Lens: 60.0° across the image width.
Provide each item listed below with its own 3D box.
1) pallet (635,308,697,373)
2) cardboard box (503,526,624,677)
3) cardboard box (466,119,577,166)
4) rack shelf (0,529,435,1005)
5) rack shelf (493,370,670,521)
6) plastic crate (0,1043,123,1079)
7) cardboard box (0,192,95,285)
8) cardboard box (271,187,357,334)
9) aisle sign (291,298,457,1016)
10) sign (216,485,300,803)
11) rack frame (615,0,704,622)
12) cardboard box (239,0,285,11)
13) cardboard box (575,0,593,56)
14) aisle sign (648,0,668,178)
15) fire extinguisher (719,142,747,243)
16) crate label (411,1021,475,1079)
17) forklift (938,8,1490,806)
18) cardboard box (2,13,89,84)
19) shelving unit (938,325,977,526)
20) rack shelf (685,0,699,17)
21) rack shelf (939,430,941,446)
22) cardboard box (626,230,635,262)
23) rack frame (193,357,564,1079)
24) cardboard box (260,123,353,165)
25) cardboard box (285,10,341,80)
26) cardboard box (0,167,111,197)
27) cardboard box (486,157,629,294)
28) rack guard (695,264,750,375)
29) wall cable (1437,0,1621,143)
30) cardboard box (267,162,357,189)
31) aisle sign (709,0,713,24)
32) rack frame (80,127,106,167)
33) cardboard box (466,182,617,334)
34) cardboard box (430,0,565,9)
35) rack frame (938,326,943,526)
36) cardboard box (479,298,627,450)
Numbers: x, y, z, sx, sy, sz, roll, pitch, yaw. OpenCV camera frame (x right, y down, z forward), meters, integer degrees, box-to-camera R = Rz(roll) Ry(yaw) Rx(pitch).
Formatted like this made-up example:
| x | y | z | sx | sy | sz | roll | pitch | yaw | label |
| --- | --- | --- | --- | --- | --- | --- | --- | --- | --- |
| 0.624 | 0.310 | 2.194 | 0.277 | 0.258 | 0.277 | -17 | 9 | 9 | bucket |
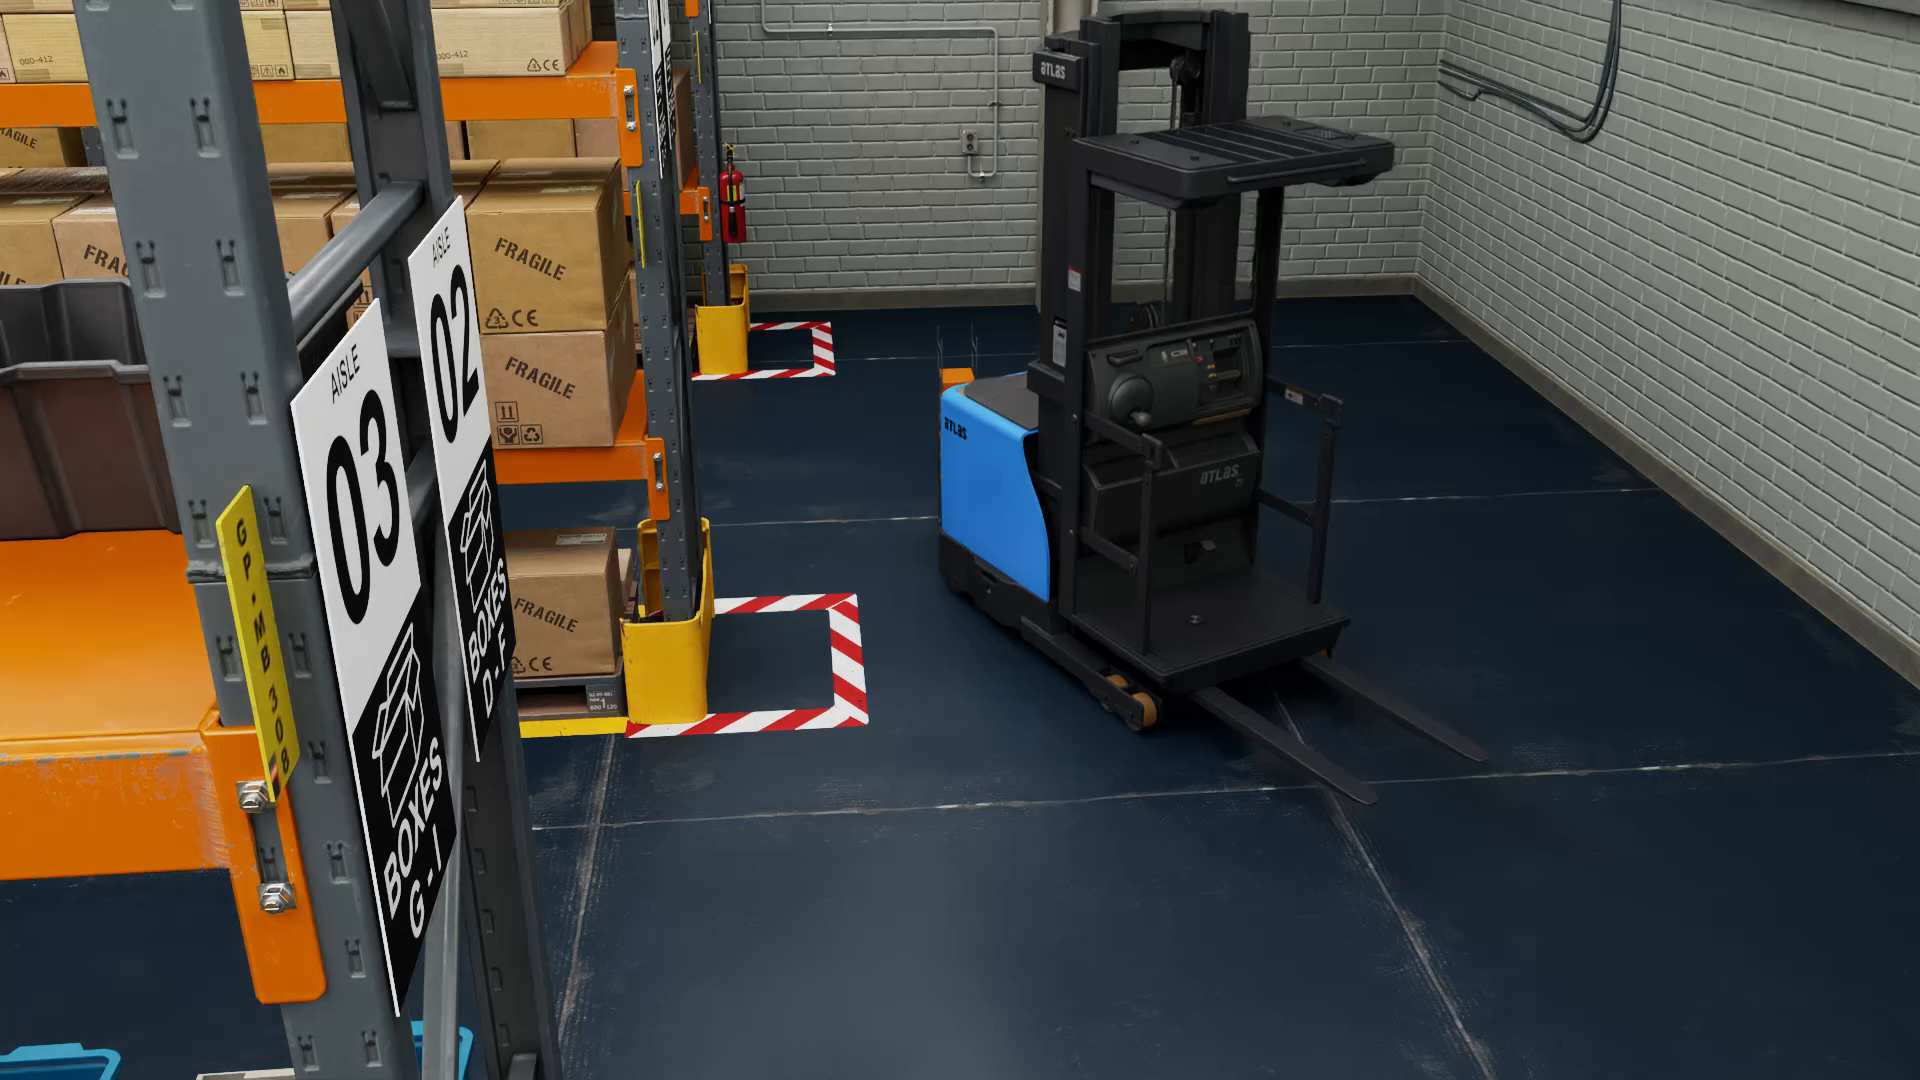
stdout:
| x | y | z | sx | sy | sz | roll | pitch | yaw | label |
| --- | --- | --- | --- | --- | --- | --- | --- | --- | --- |
| -2.565 | -1.454 | 12.262 | 1.213 | 0.211 | 1.003 | -2 | 24 | -5 | pallet |
| -1.803 | 0.273 | 7.480 | 0.500 | 0.500 | 0.500 | -2 | 24 | -5 | cardboard box |
| -3.006 | -2.871 | 11.647 | 0.700 | 0.700 | 0.980 | -2 | 24 | -6 | cardboard box |
| -2.793 | 0.250 | 2.186 | 4.000 | 0.370 | 1.077 | -2 | 24 | -5 | rack shelf |
| -3.277 | -0.381 | 7.300 | 4.000 | 0.370 | 1.077 | -2 | 24 | -5 | rack shelf |
| -1.736 | 1.165 | 3.069 | 0.300 | 0.233 | 0.416 | -2 | 24 | -5 | plastic crate |
| -3.745 | -1.079 | 6.630 | 0.500 | 0.500 | 0.500 | -3 | 24 | -7 | cardboard box |
| -2.720 | -1.120 | 6.724 | 0.500 | 0.500 | 0.500 | -2 | 24 | -4 | cardboard box |
| -0.703 | 0.140 | 2.041 | 0.004 | 0.787 | 0.394 | -2 | 24 | -5 | aisle sign |
| -0.733 | 0.111 | 1.742 | 0.005 | 0.325 | 0.100 | -2 | 24 | -5 | sign |
| -1.286 | -0.790 | 7.334 | 0.127 | 3.000 | 1.000 | -2 | 24 | -5 | rack frame |
| -2.768 | -2.158 | 6.289 | 0.500 | 0.250 | 0.500 | -2 | 24 | -5 | cardboard box |
| -1.823 | -2.174 | 6.940 | 0.500 | 0.250 | 0.500 | -2 | 24 | -5 | cardboard box |
| -1.188 | -1.857 | 6.534 | 0.004 | 0.787 | 0.394 | -2 | 24 | -5 | aisle sign |
| -1.581 | -2.406 | 11.524 | 0.183 | 0.674 | 0.296 | -2 | 24 | -5 | fire extinguisher |
| -1.081 | 1.138 | 3.128 | 0.303 | 0.233 | 0.416 | -2 | 24 | -5 | crate label |
| 1.079 | -0.712 | 7.243 | 1.130 | 2.935 | 3.031 | -14 | 27 | -28 | forklift |
| -3.266 | -1.911 | 6.347 | 0.500 | 0.250 | 0.500 | -2 | 24 | -5 | cardboard box |
| -0.014 | -0.548 | 9.005 | 0.189 | 1.200 | 0.258 | -2 | 24 | -5 | shelving unit |
| -3.767 | -3.754 | 11.196 | 4.000 | 0.370 | 1.077 | -2 | 24 | -5 | rack shelf |
| -0.014 | -0.507 | 9.023 | 0.180 | 0.103 | 0.258 | -2 | 24 | -5 | rack shelf |
| -2.359 | -2.156 | 12.168 | 0.250 | 0.149 | 0.380 | -2 | 24 | -5 | cardboard box |
| -0.803 | 1.212 | 2.829 | 0.127 | 3.000 | 1.000 | -2 | 24 | -5 | rack frame |
| -4.489 | -2.811 | 11.513 | 0.700 | 0.700 | 0.980 | -3 | 24 | -6 | cardboard box |
| -2.270 | -1.949 | 6.434 | 0.500 | 0.250 | 0.500 | -2 | 24 | -5 | cardboard box |
| -3.778 | -1.299 | 7.126 | 0.500 | 0.500 | 0.500 | -2 | 24 | -5 | cardboard box |
| -1.754 | -1.381 | 7.311 | 0.500 | 0.500 | 0.500 | -2 | 24 | -4 | cardboard box |
| -1.753 | -1.651 | 12.348 | 0.348 | 0.500 | 1.175 | -2 | 24 | -5 | rack guard |
| 3.887 | -4.196 | 11.434 | 0.112 | 2.526 | 3.097 | -2 | 24 | -5 | wall cable |
| -2.772 | -1.339 | 7.216 | 0.500 | 0.500 | 0.500 | -2 | 24 | -4 | cardboard box |
| -1.676 | -3.862 | 11.044 | 0.004 | 0.787 | 0.394 | -2 | 24 | -5 | aisle sign |
| -5.757 | -2.632 | 11.479 | 0.127 | 3.000 | 1.000 | -2 | 24 | -5 | rack frame |
| -1.702 | -1.164 | 6.821 | 0.500 | 0.500 | 0.500 | -3 | 24 | -6 | cardboard box |
| -1.772 | -2.197 | 6.376 | 0.500 | 0.250 | 0.500 | -2 | 24 | -5 | cardboard box |
| -0.105 | -0.544 | 8.997 | 0.006 | 1.200 | 0.240 | -2 | 24 | -5 | rack frame |
| -1.705 | -0.708 | 7.026 | 0.500 | 0.500 | 0.500 | -2 | 24 | -4 | cardboard box |
